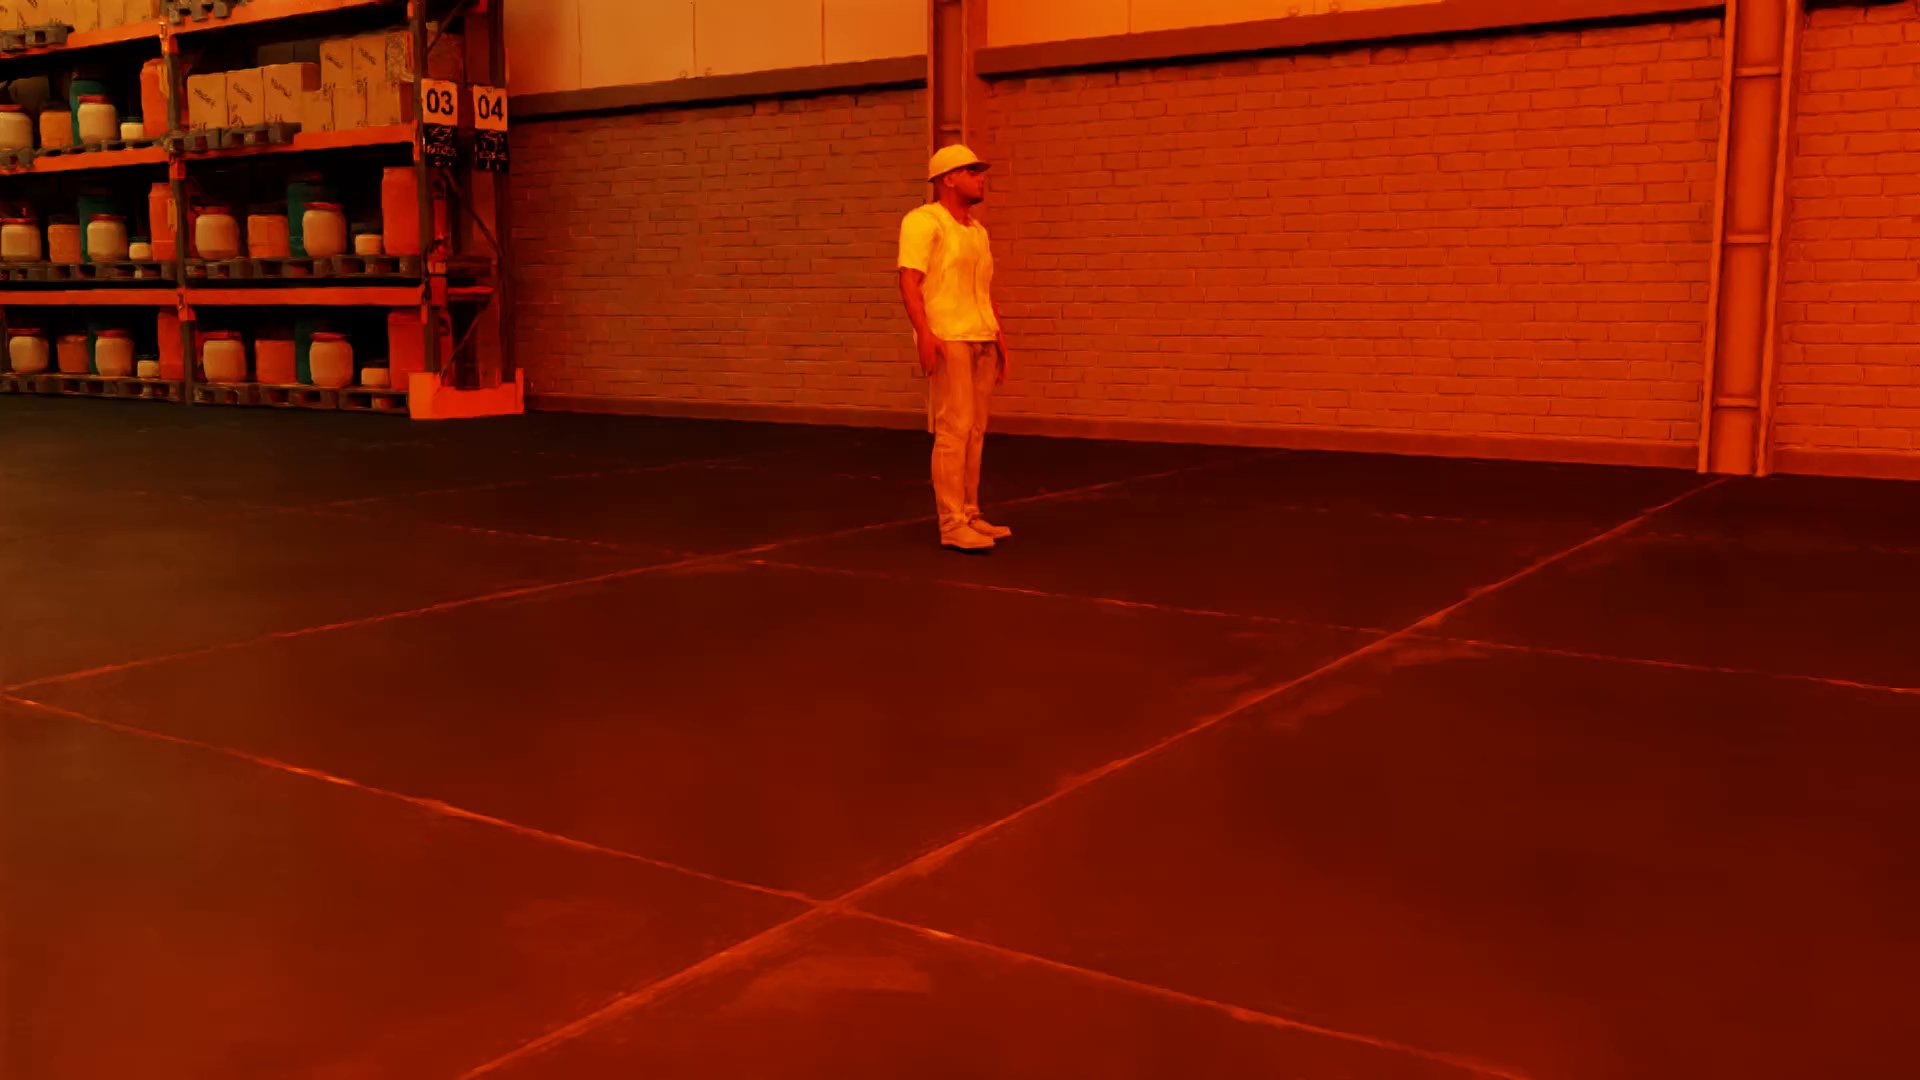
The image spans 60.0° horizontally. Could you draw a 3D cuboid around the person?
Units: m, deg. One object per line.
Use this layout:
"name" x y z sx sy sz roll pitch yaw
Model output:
"person" 0.055 -0.875 7.435 0.576 1.766 0.665 5 10 34
